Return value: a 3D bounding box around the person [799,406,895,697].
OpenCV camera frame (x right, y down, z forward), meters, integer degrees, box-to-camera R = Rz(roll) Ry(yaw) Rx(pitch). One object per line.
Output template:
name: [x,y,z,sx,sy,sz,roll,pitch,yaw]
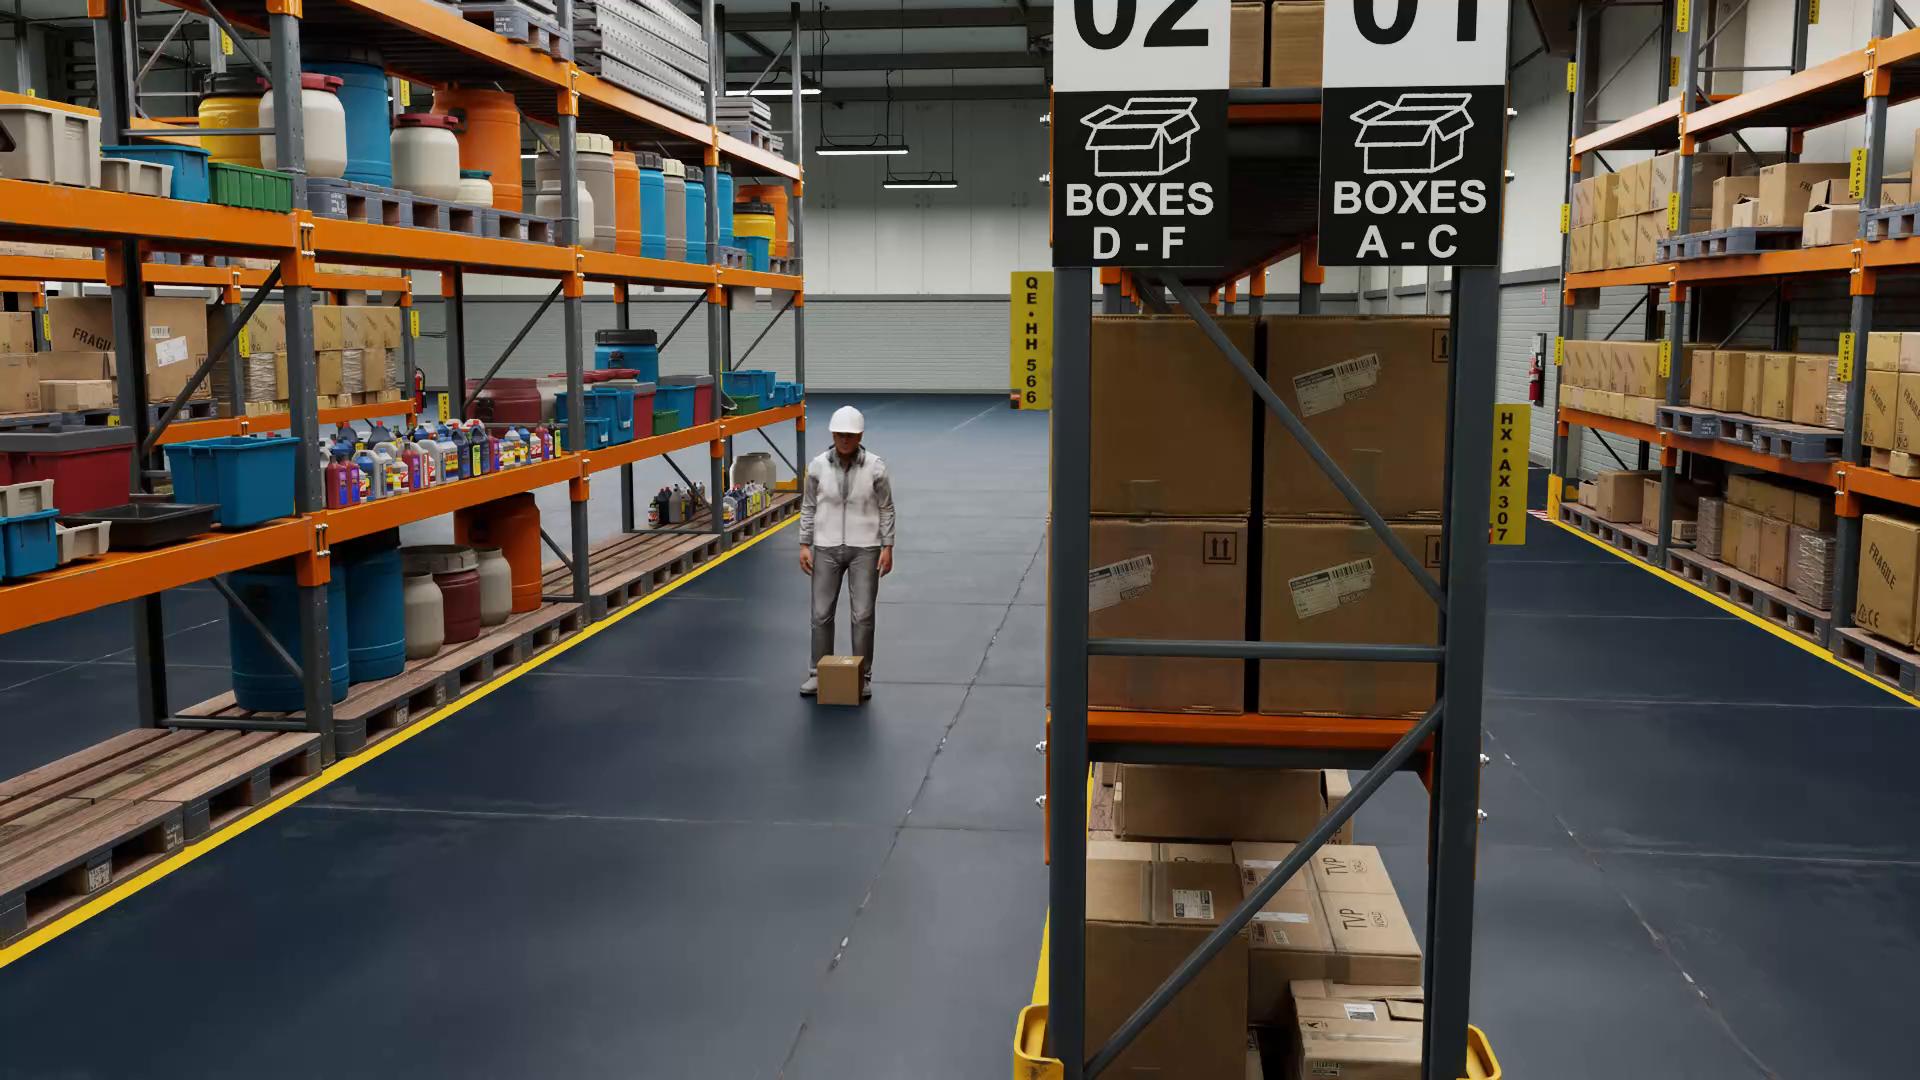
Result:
person: [-0.695,0.062,10.219,0.589,1.772,0.464,1,8,5]
